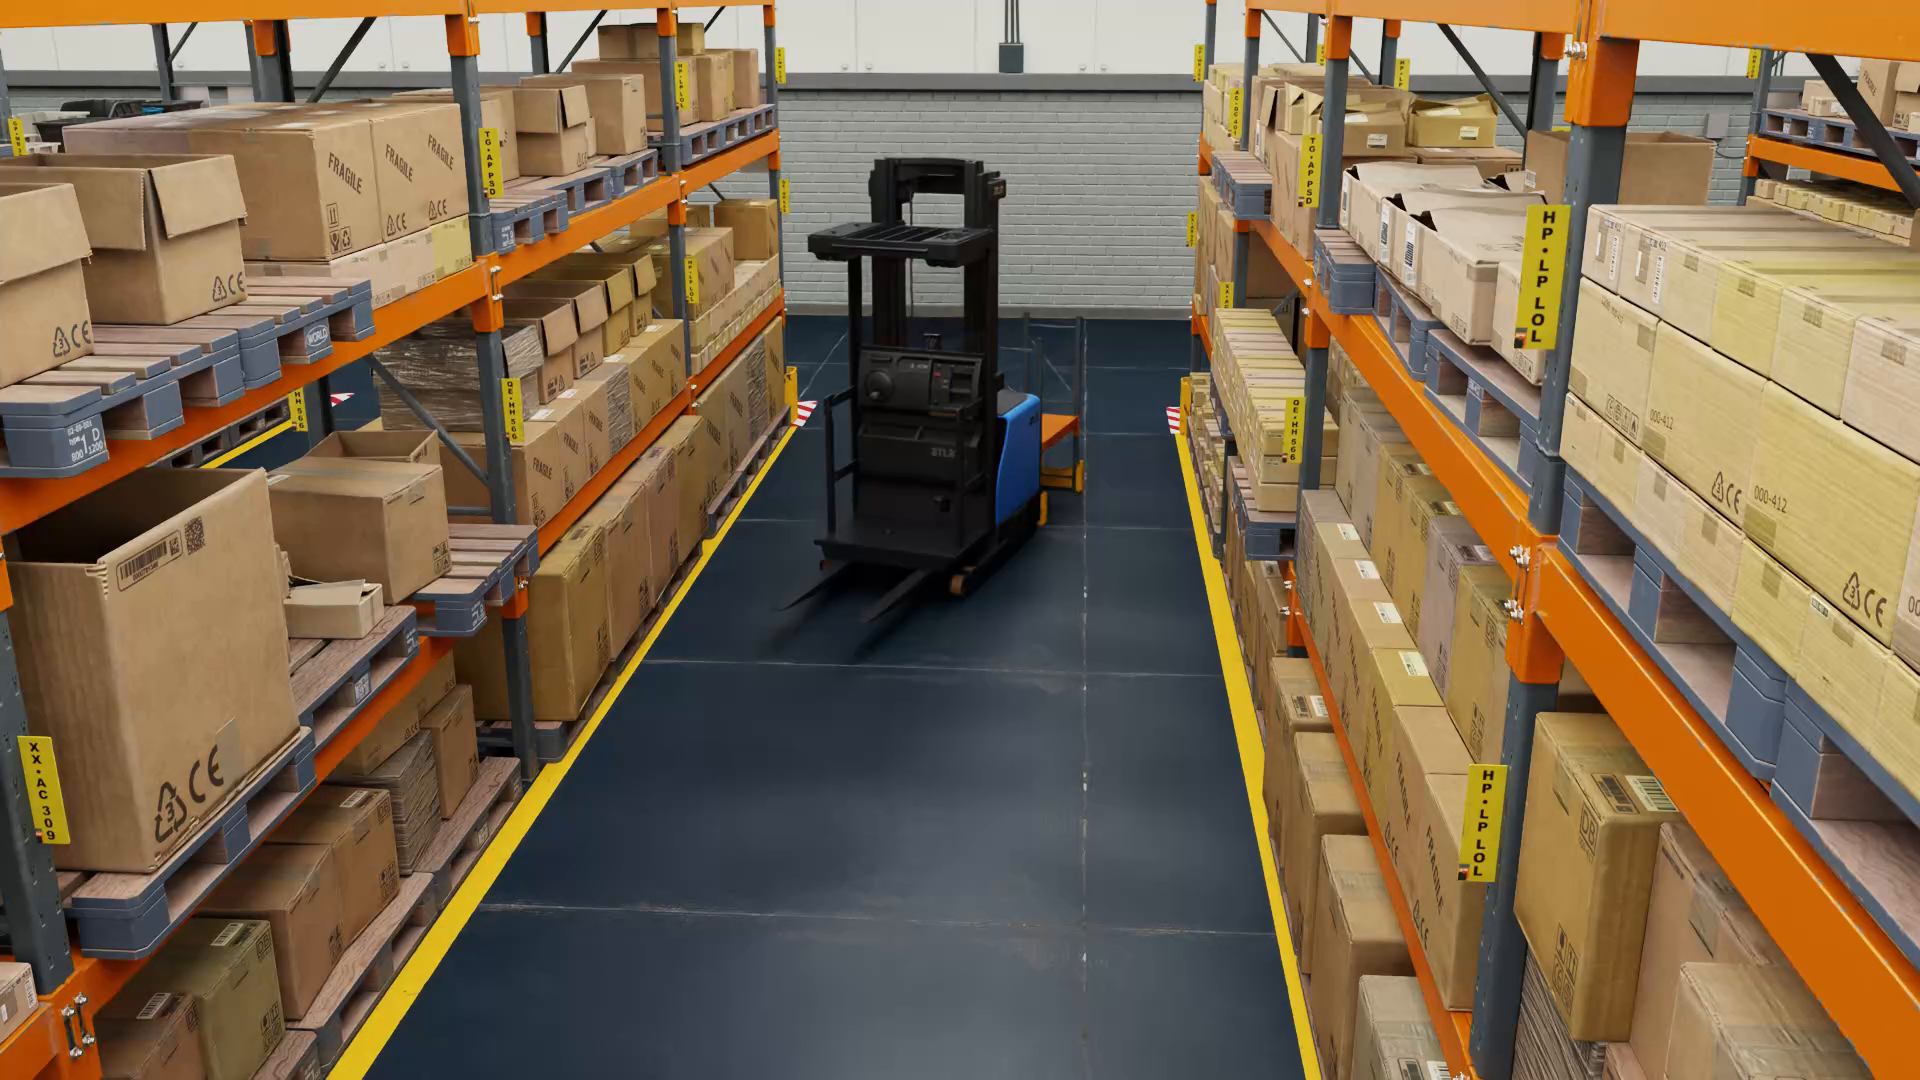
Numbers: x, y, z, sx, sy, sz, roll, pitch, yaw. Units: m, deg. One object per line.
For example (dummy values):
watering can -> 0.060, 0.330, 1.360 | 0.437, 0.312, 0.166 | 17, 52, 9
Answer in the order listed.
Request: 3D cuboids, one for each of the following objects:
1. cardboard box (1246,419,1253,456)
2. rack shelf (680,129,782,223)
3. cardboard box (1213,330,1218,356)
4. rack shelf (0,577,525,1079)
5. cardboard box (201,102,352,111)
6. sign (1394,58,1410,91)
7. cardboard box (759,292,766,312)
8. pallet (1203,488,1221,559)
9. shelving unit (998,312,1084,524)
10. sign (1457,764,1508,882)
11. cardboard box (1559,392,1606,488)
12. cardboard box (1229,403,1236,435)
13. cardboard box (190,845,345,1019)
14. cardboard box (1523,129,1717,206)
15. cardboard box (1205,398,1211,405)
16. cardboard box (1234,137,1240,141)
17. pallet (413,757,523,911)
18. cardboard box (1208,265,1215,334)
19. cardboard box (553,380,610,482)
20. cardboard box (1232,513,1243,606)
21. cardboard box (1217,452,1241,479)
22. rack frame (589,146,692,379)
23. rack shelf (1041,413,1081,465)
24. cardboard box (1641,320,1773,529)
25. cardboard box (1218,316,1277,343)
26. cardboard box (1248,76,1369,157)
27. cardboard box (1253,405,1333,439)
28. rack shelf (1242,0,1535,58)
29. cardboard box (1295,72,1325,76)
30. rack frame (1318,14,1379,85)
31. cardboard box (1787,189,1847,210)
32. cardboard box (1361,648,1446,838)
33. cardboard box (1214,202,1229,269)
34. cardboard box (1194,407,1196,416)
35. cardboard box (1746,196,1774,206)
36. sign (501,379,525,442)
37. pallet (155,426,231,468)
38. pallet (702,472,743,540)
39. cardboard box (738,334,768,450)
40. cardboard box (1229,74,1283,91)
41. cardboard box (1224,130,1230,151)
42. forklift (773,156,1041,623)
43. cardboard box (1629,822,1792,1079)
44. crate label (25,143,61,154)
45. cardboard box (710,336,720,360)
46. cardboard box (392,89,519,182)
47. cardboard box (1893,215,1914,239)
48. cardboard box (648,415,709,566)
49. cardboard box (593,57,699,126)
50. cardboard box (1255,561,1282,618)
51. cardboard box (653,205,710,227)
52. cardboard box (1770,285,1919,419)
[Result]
cardboard box -> 1.763, -0.555, 9.052 | 0.380, 0.149, 0.250 | 2, 18, 5
rack shelf -> -2.362, -3.095, 13.888 | 1.077, 0.370, 4.000 | 1, 18, 4
cardboard box -> 1.948, -1.357, 11.499 | 0.380, 0.149, 0.250 | 2, 18, 5
rack shelf -> -2.935, 0.816, 6.772 | 1.077, 0.370, 4.000 | 1, 18, 4
cardboard box -> -3.082, -1.718, 7.568 | 0.500, 0.500, 0.500 | 1, 18, 4
sign -> 2.989, -3.095, 11.270 | 0.100, 0.325, 0.005 | 1, 18, 4
cardboard box -> -1.971, -2.158, 15.096 | 0.380, 0.149, 0.250 | 2, 18, 5
pallet -> 2.448, -0.132, 12.987 | 1.003, 0.211, 1.213 | 1, 18, 4
shelving unit -> 0.594, -1.028, 13.651 | 0.587, 1.500, 1.083 | 7, 19, 20
sign -> 1.319, 0.715, 4.191 | 0.100, 0.325, 0.005 | 1, 18, 4
cardboard box -> 1.496, -0.211, 3.500 | 0.380, 0.149, 0.250 | 1, 18, 3
cardboard box -> 1.838, -0.732, 10.069 | 0.380, 0.149, 0.250 | 0, 18, 1
cardboard box -> -2.921, 1.562, 6.647 | 0.700, 0.500, 0.500 | 0, 18, -1
cardboard box -> 2.303, -1.179, 5.892 | 0.500, 0.500, 0.500 | 1, 18, 4
cardboard box -> 2.335, -1.134, 14.515 | 0.380, 0.149, 0.250 | 2, 18, 6
cardboard box -> 2.214, -2.988, 11.847 | 0.500, 0.250, 0.500 | 0, 18, 1
pallet -> -2.849, 1.420, 8.250 | 1.003, 0.211, 1.213 | 1, 18, 4
cardboard box -> 2.263, -1.909, 13.293 | 0.500, 0.500, 0.500 | 1, 18, 4
cardboard box -> -2.418, -0.659, 9.957 | 0.500, 0.500, 0.500 | 1, 18, 3
cardboard box -> 2.081, 0.128, 11.054 | 0.500, 0.500, 0.500 | 2, 18, 6
cardboard box -> 2.179, -0.572, 12.799 | 0.380, 0.149, 0.250 | 2, 18, 5
rack frame -> -2.505, -1.390, 12.347 | 1.000, 3.000, 0.127 | 1, 18, 4
rack shelf -> 0.591, -0.854, 13.699 | 0.538, 0.185, 1.000 | 7, 19, 20
cardboard box -> 1.512, -0.203, 2.837 | 0.500, 0.250, 0.500 | 1, 18, 3
cardboard box -> 1.934, -1.412, 11.188 | 0.380, 0.149, 0.250 | 2, 18, 5
cardboard box -> 2.298, -2.805, 11.014 | 0.700, 0.500, 0.500 | 1, 18, 4
cardboard box -> 1.746, -0.609, 8.737 | 0.380, 0.149, 0.250 | 1, 18, 3
rack shelf -> 2.291, -2.946, 9.258 | 1.077, 0.370, 4.000 | 1, 18, 4
cardboard box -> 2.845, -3.603, 13.081 | 0.380, 0.149, 0.250 | 1, 18, 2
rack frame -> 2.431, -4.099, 10.980 | 0.949, 2.616, 0.053 | 1, 18, 4
cardboard box -> 7.283, -2.894, 14.131 | 0.380, 0.149, 0.250 | 1, 18, 2
cardboard box -> 1.704, 0.707, 5.786 | 0.500, 0.500, 0.500 | 1, 18, 4
cardboard box -> 2.281, -2.383, 13.135 | 0.500, 0.500, 0.500 | 2, 18, 5
cardboard box -> 2.352, -1.235, 15.302 | 0.380, 0.149, 0.250 | 1, 18, 4
cardboard box -> 7.347, -2.791, 14.857 | 0.500, 0.500, 0.500 | 1, 18, 3
sign -> -2.250, -0.651, 8.360 | 0.100, 0.325, 0.005 | 1, 18, 4
pallet -> -7.347, -0.784, 14.978 | 1.003, 0.211, 1.213 | 1, 18, 4
pallet -> -2.373, -0.299, 13.497 | 1.003, 0.211, 1.213 | 1, 18, 4
cardboard box -> -2.250, -1.339, 14.930 | 0.875, 0.875, 0.875 | 1, 18, 4
cardboard box -> 2.251, -3.456, 12.634 | 0.380, 0.149, 0.250 | 1, 18, 2
cardboard box -> 2.248, -2.915, 12.426 | 0.500, 0.250, 0.500 | 1, 18, 4
forklift -> -0.365, -1.135, 11.679 | 1.130, 2.935, 3.031 | 7, 19, 20
cardboard box -> 1.877, 0.940, 3.263 | 0.875, 0.550, 0.550 | 1, 18, 4
crate label -> -7.122, -2.946, 12.703 | 0.293, 0.136, 0.466 | 1, 18, 4
cardboard box -> -2.115, -1.518, 13.143 | 0.380, 0.149, 0.250 | 2, 18, 6
cardboard box -> -2.846, -2.281, 9.415 | 0.500, 0.500, 0.500 | 2, 18, 7
cardboard box -> 7.239, -2.338, 12.433 | 0.380, 0.149, 0.250 | 1, 18, 3
cardboard box -> -2.531, -0.380, 12.005 | 1.225, 0.875, 0.875 | 1, 18, 4
cardboard box -> -2.466, -3.521, 13.039 | 0.700, 0.500, 0.500 | 2, 18, 7
cardboard box -> 1.961, 0.251, 9.475 | 0.500, 0.250, 0.500 | 2, 18, 5
cardboard box -> -2.558, -2.760, 15.088 | 0.500, 0.500, 0.500 | 1, 18, 3
cardboard box -> 1.425, -0.273, 2.409 | 0.380, 0.149, 0.250 | 1, 18, 5
